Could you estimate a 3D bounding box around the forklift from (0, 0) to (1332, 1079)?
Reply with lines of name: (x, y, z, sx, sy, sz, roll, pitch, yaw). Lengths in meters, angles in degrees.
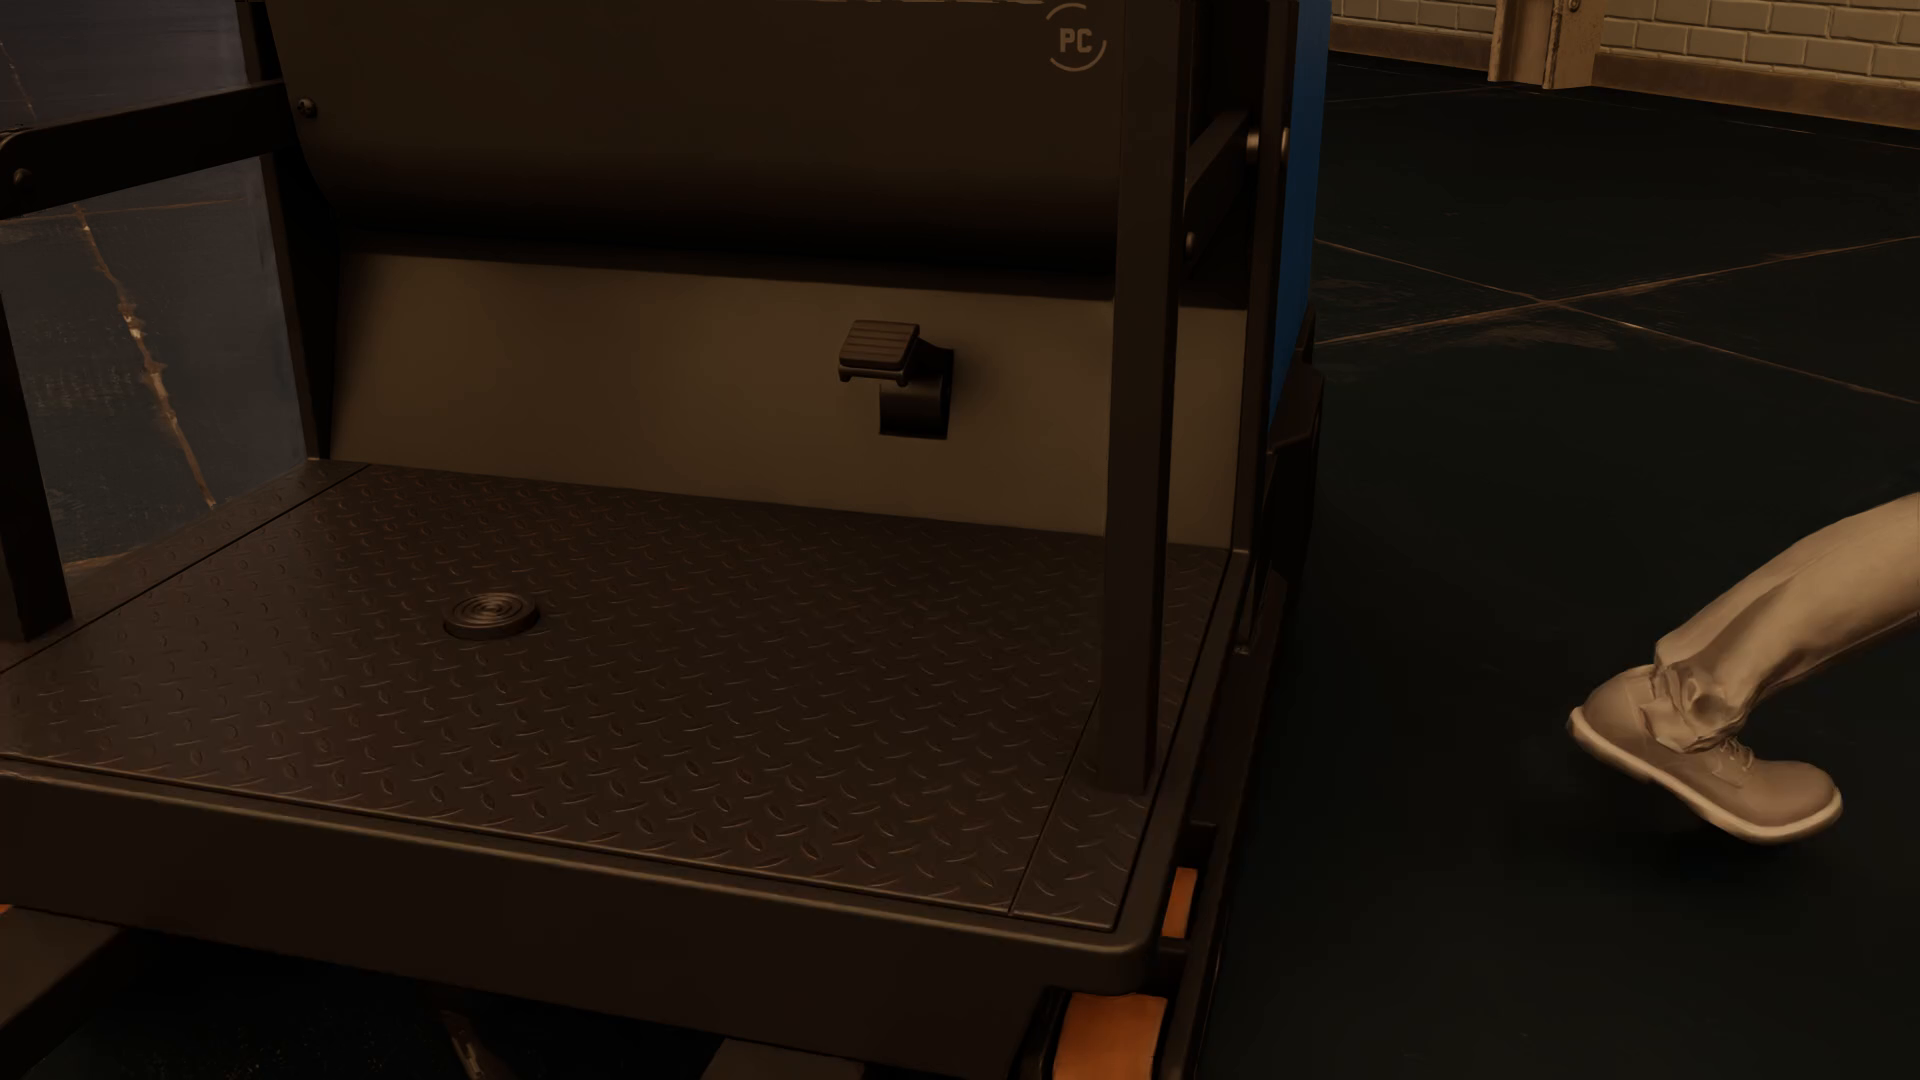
forklift: (-0.284, -0.990, 1.187, 1.130, 2.935, 3.031, 6, 23, 14)

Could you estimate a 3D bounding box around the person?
person: (0.959, -0.246, 1.189, 0.789, 1.488, 0.800, 7, 23, 17)
